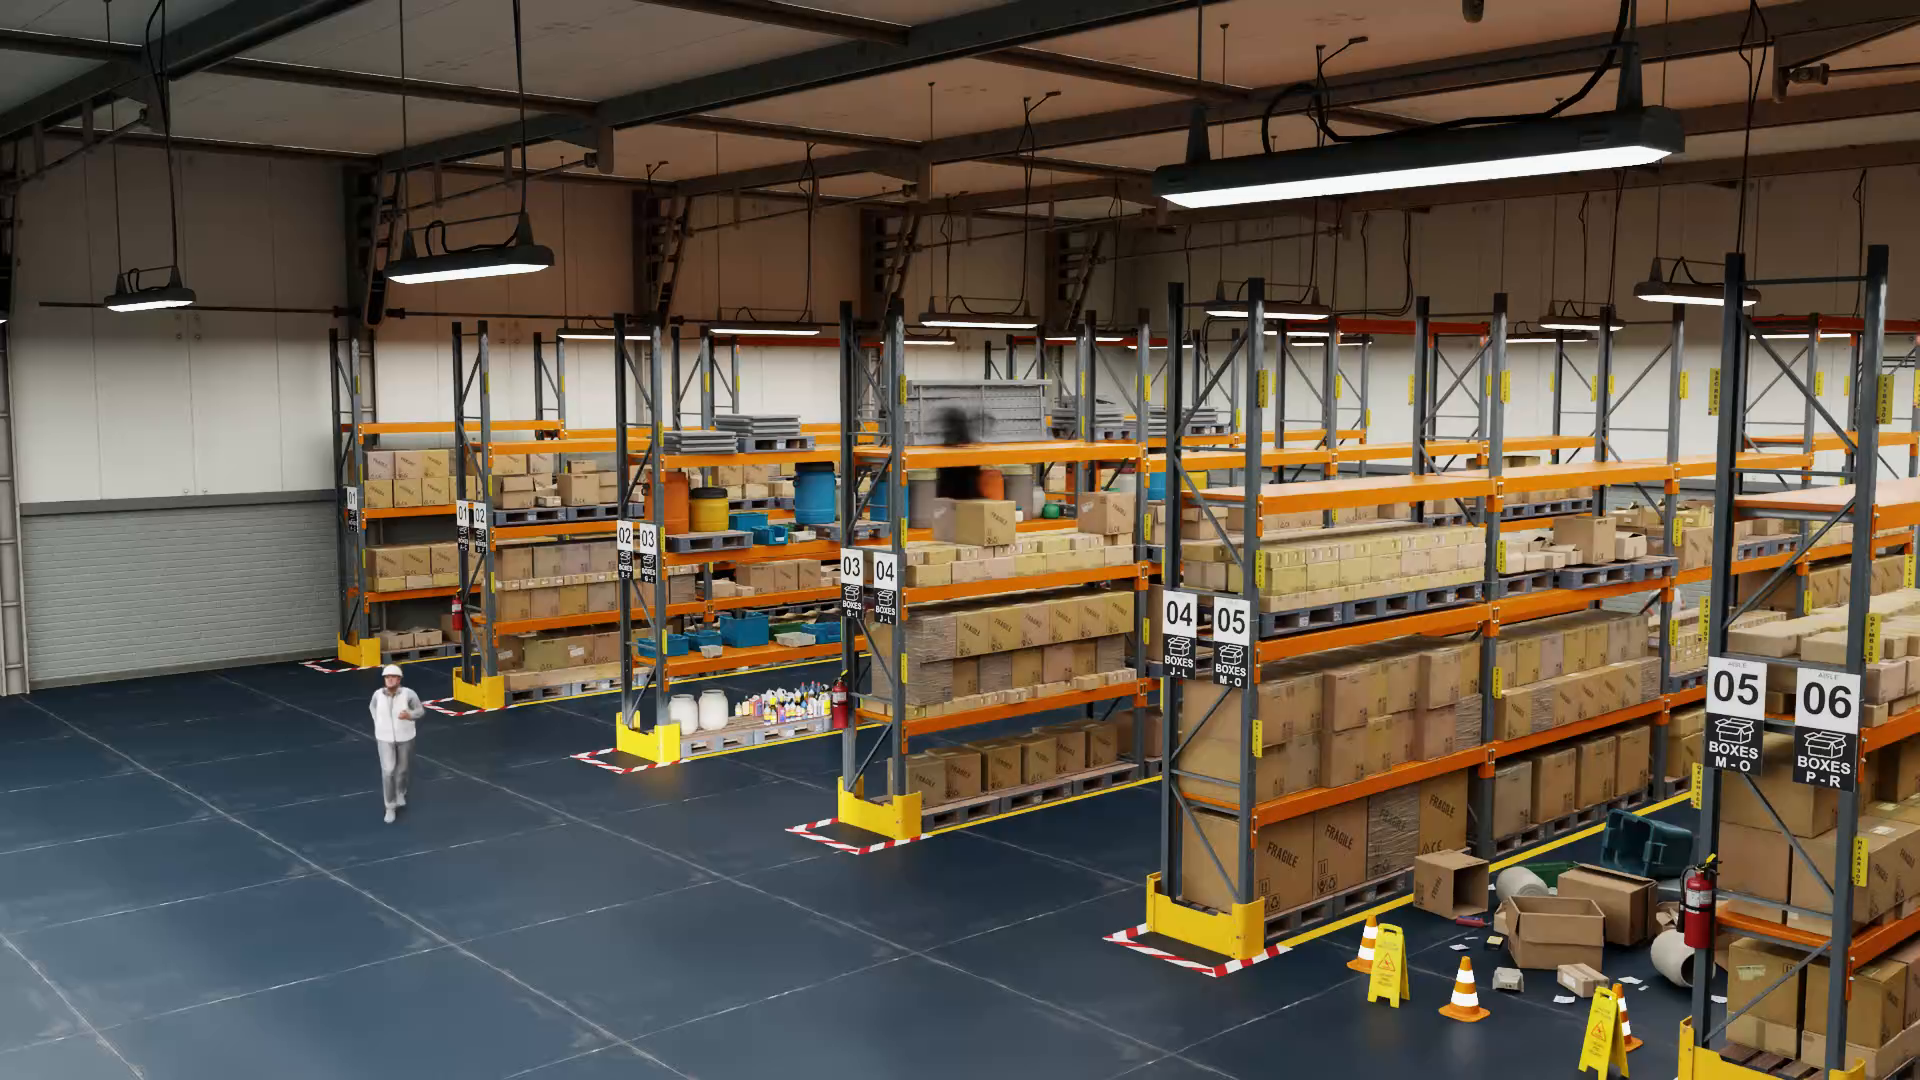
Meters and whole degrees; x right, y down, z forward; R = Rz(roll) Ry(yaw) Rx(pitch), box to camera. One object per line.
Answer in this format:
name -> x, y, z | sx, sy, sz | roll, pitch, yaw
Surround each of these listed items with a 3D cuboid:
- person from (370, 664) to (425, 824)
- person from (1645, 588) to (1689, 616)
person -> -6.612, 2.361, 19.568 | 0.630, 1.837, 0.789 | -2, 6, -16
person -> 12.359, 1.461, 28.920 | 0.653, 1.777, 0.649 | -2, 6, -16
